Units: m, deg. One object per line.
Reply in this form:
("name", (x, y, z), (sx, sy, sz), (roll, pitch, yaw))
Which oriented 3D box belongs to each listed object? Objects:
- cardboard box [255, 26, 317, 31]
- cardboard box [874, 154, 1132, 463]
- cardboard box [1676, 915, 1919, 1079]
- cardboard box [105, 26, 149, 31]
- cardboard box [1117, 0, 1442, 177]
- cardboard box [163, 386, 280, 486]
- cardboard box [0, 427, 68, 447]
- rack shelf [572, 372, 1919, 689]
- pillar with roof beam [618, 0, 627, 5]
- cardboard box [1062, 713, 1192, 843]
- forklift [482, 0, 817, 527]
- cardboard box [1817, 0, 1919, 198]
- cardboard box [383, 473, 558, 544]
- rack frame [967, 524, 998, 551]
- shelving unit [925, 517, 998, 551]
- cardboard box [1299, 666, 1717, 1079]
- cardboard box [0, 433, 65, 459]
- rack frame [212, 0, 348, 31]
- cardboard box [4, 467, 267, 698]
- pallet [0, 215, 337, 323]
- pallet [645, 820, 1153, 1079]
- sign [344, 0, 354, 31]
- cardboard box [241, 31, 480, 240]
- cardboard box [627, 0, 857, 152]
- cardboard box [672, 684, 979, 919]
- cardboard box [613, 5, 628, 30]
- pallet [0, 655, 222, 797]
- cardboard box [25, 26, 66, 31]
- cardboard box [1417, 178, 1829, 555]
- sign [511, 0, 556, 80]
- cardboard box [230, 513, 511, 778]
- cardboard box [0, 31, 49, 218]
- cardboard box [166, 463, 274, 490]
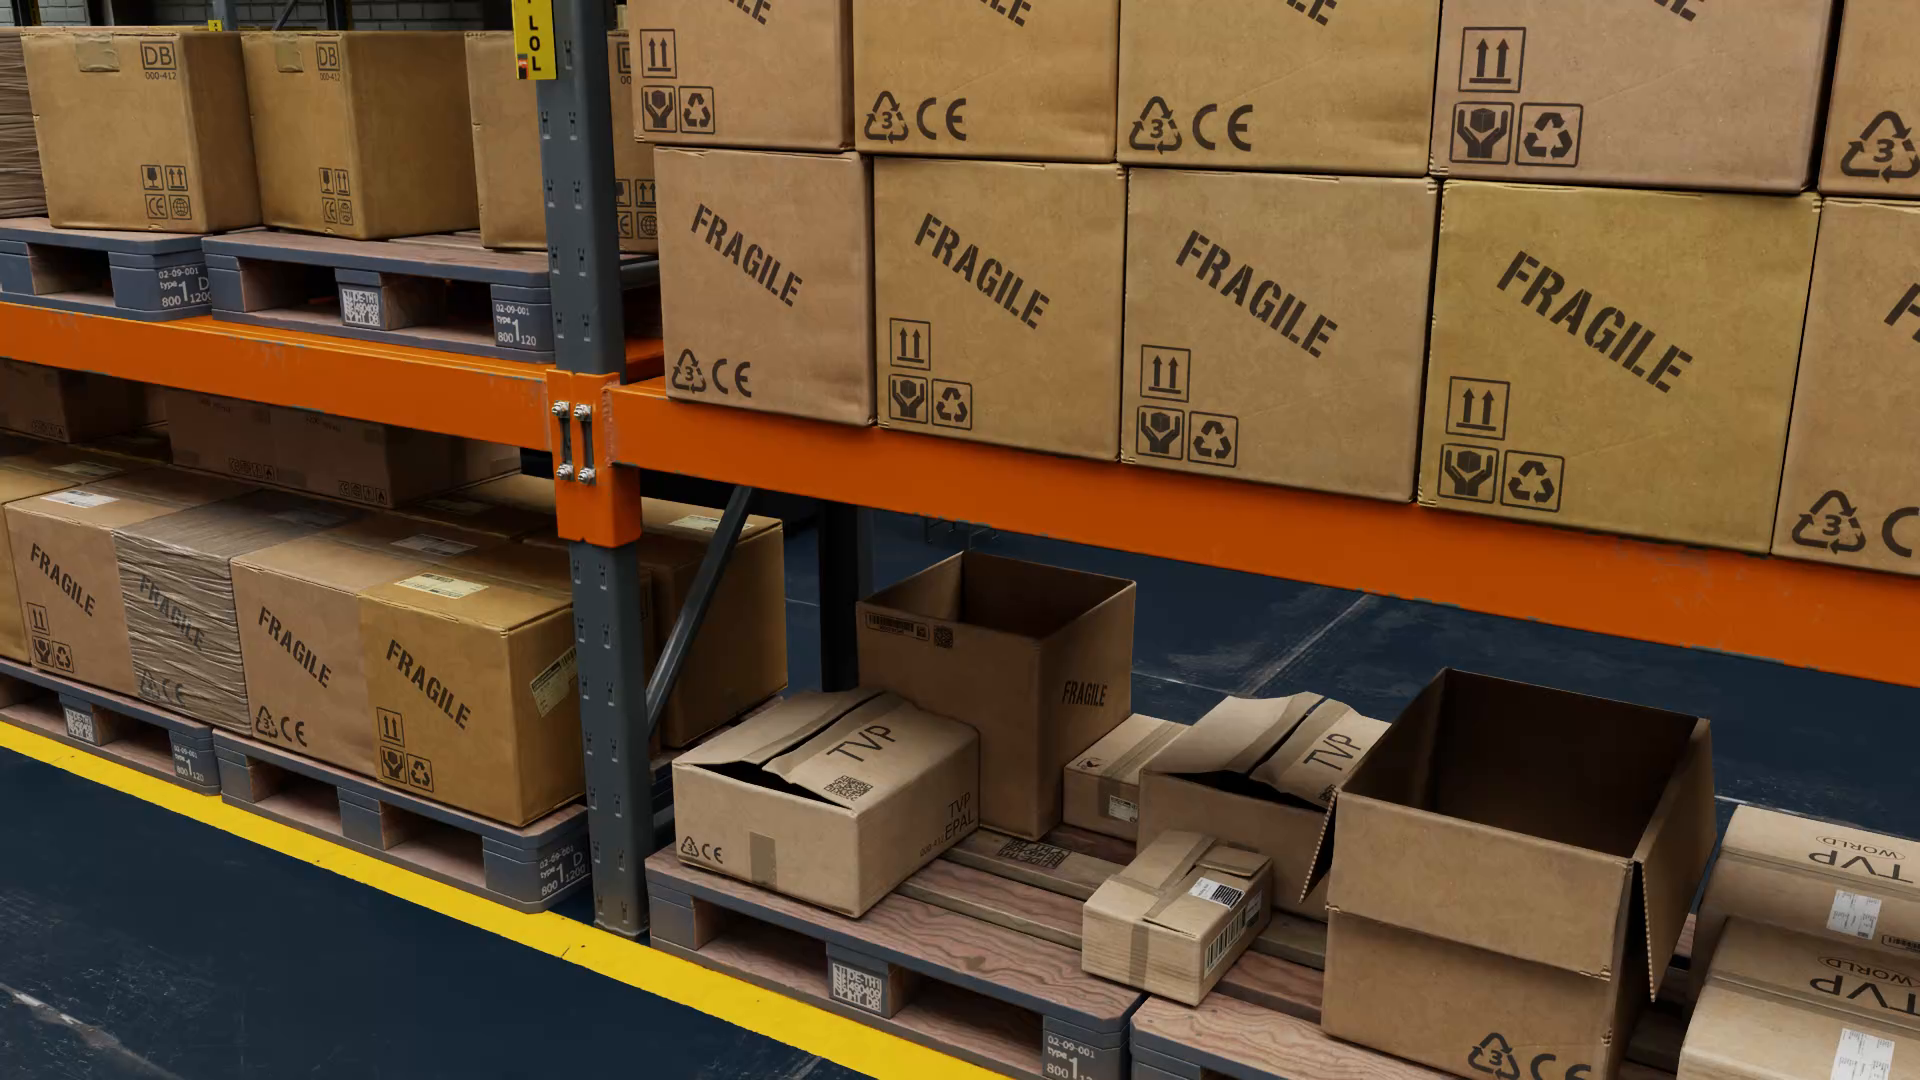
("cardboard box", (-5.060, -3.506, 12.197), (0.500, 0.500, 0.500), (10, 19, 29))
("cardboard box", (0.188, -0.468, 3.089), (0.500, 0.500, 0.500), (11, 20, 31))
("cardboard box", (1.481, 0.898, 2.739), (0.500, 0.250, 0.500), (10, 20, 30))
("cardboard box", (-5.762, -3.453, 12.021), (0.500, 0.500, 0.500), (10, 20, 30))
("cardboard box", (0.590, -0.870, 2.694), (0.500, 0.500, 0.500), (9, 19, 28))
("cardboard box", (-2.106, -0.378, 5.217), (0.500, 0.250, 0.500), (10, 19, 29))
("cardboard box", (-3.030, -0.181, 5.860), (0.500, 0.500, 0.500), (11, 20, 32))
("rack shelf", (1.163, 0.006, 2.938), (4.000, 0.370, 1.077), (10, 20, 30))
("pillar with roof beam", (-4.269, -4.694, 6.853), (0.400, 9.000, 9.100), (10, 20, 30))
("cardboard box", (0.443, 0.570, 3.992), (0.250, 0.149, 0.380), (10, 20, 30))
("forklift", (-1.841, -1.704, 7.447), (3.031, 2.935, 1.130), (9, 19, 28))
("cardboard box", (1.469, -0.714, 2.178), (0.500, 0.500, 0.500), (11, 20, 32))
("cardboard box", (-1.287, 0.131, 4.833), (0.500, 0.500, 0.500), (10, 20, 31))
("rack frame", (0.094, -0.414, 6.695), (0.006, 0.900, 0.240), (10, 20, 30))
("shelving unit", (0.007, -0.429, 6.746), (0.210, 0.900, 0.258), (10, 20, 30))
("cardboard box", (1.062, 0.626, 3.197), (0.637, 0.503, 0.797), (10, 20, 30))
("cardboard box", (-3.263, -0.047, 5.418), (0.500, 0.500, 0.500), (9, 19, 28))
("rack frame", (-4.769, -3.087, 11.881), (0.127, 3.000, 1.000), (10, 20, 30))
("cardboard box", (-2.390, 0.109, 4.906), (0.500, 0.500, 0.500), (9, 19, 28))
("pallet", (-2.290, -0.864, 4.895), (1.213, 0.211, 1.003), (10, 20, 30))
("pallet", (0.043, 0.797, 3.895), (1.213, 0.211, 1.003), (10, 20, 30))
("sign", (-4.482, -3.779, 12.167), (0.005, 0.325, 0.100), (10, 20, 30))
("cardboard box", (-1.447, -1.107, 4.471), (0.500, 0.500, 0.700), (14, 22, 39))
("cardboard box", (-0.287, -1.027, 3.209), (0.500, 0.500, 0.500), (11, 20, 31))
("cardboard box", (-0.297, 0.551, 3.775), (0.500, 0.311, 0.500), (10, 20, 30))
("cardboard box", (-1.952, -3.137, 10.003), (0.250, 0.149, 0.380), (7, 18, 21))
("pallet", (-2.298, 0.392, 5.226), (1.213, 0.211, 1.003), (10, 20, 30))
("cardboard box", (-6.629, -3.611, 12.542), (0.500, 0.500, 0.500), (11, 20, 32))
("cardboard box", (1.047, -0.314, 2.583), (0.500, 0.500, 0.500), (10, 19, 29))
("sign", (-0.829, -1.058, 3.212), (0.005, 0.325, 0.100), (10, 20, 30))
("cardboard box", (-1.529, 0.262, 4.402), (0.500, 0.500, 0.500), (10, 20, 30))
("cardboard box", (-2.675, -1.245, 4.925), (0.500, 0.500, 0.700), (15, 22, 40))
("cardboard box", (-2.139, -0.024, 5.343), (0.500, 0.500, 0.500), (9, 19, 28))
